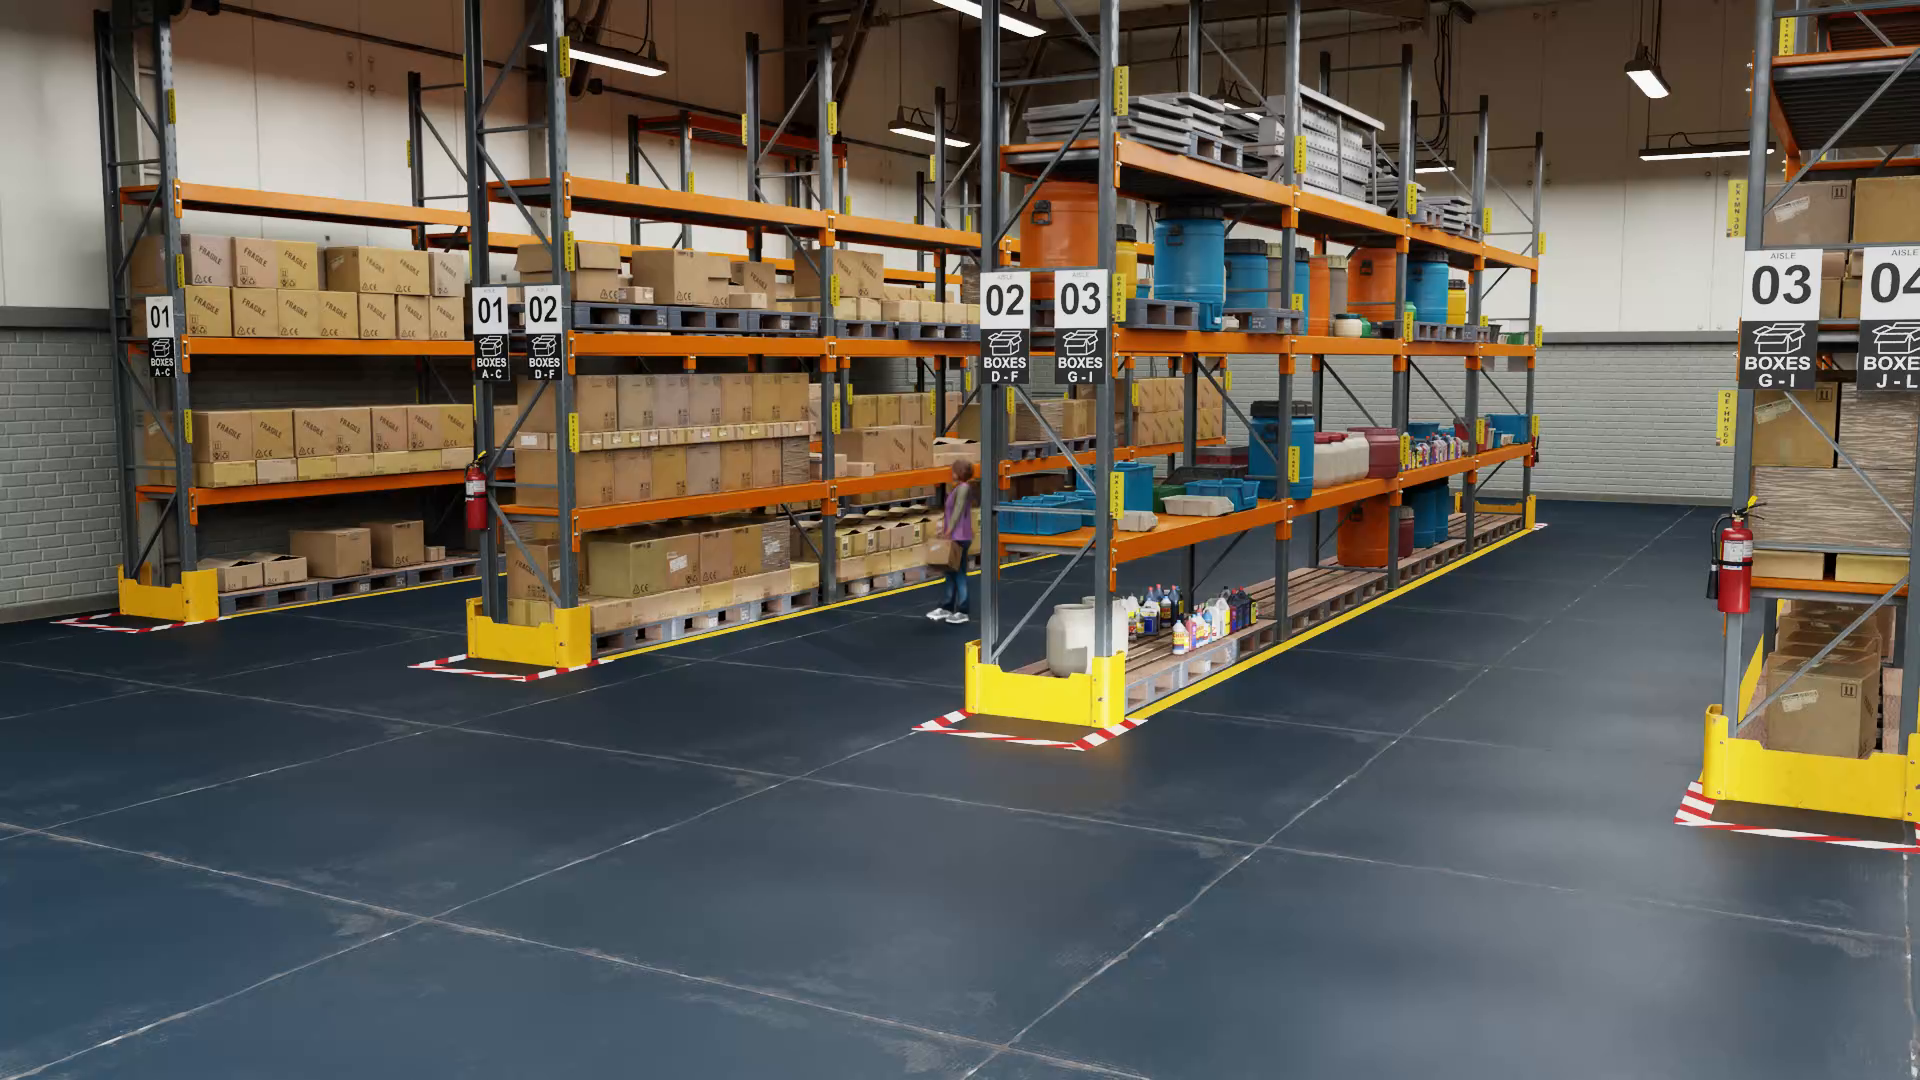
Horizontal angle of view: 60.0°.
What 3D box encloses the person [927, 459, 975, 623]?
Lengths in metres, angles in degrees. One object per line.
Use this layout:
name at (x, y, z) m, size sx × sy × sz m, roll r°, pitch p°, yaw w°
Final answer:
person at (-0.088, 0.008, 16.372) m, size 0.468 × 1.601 × 0.433 m, roll -1°, pitch 6°, yaw -5°
